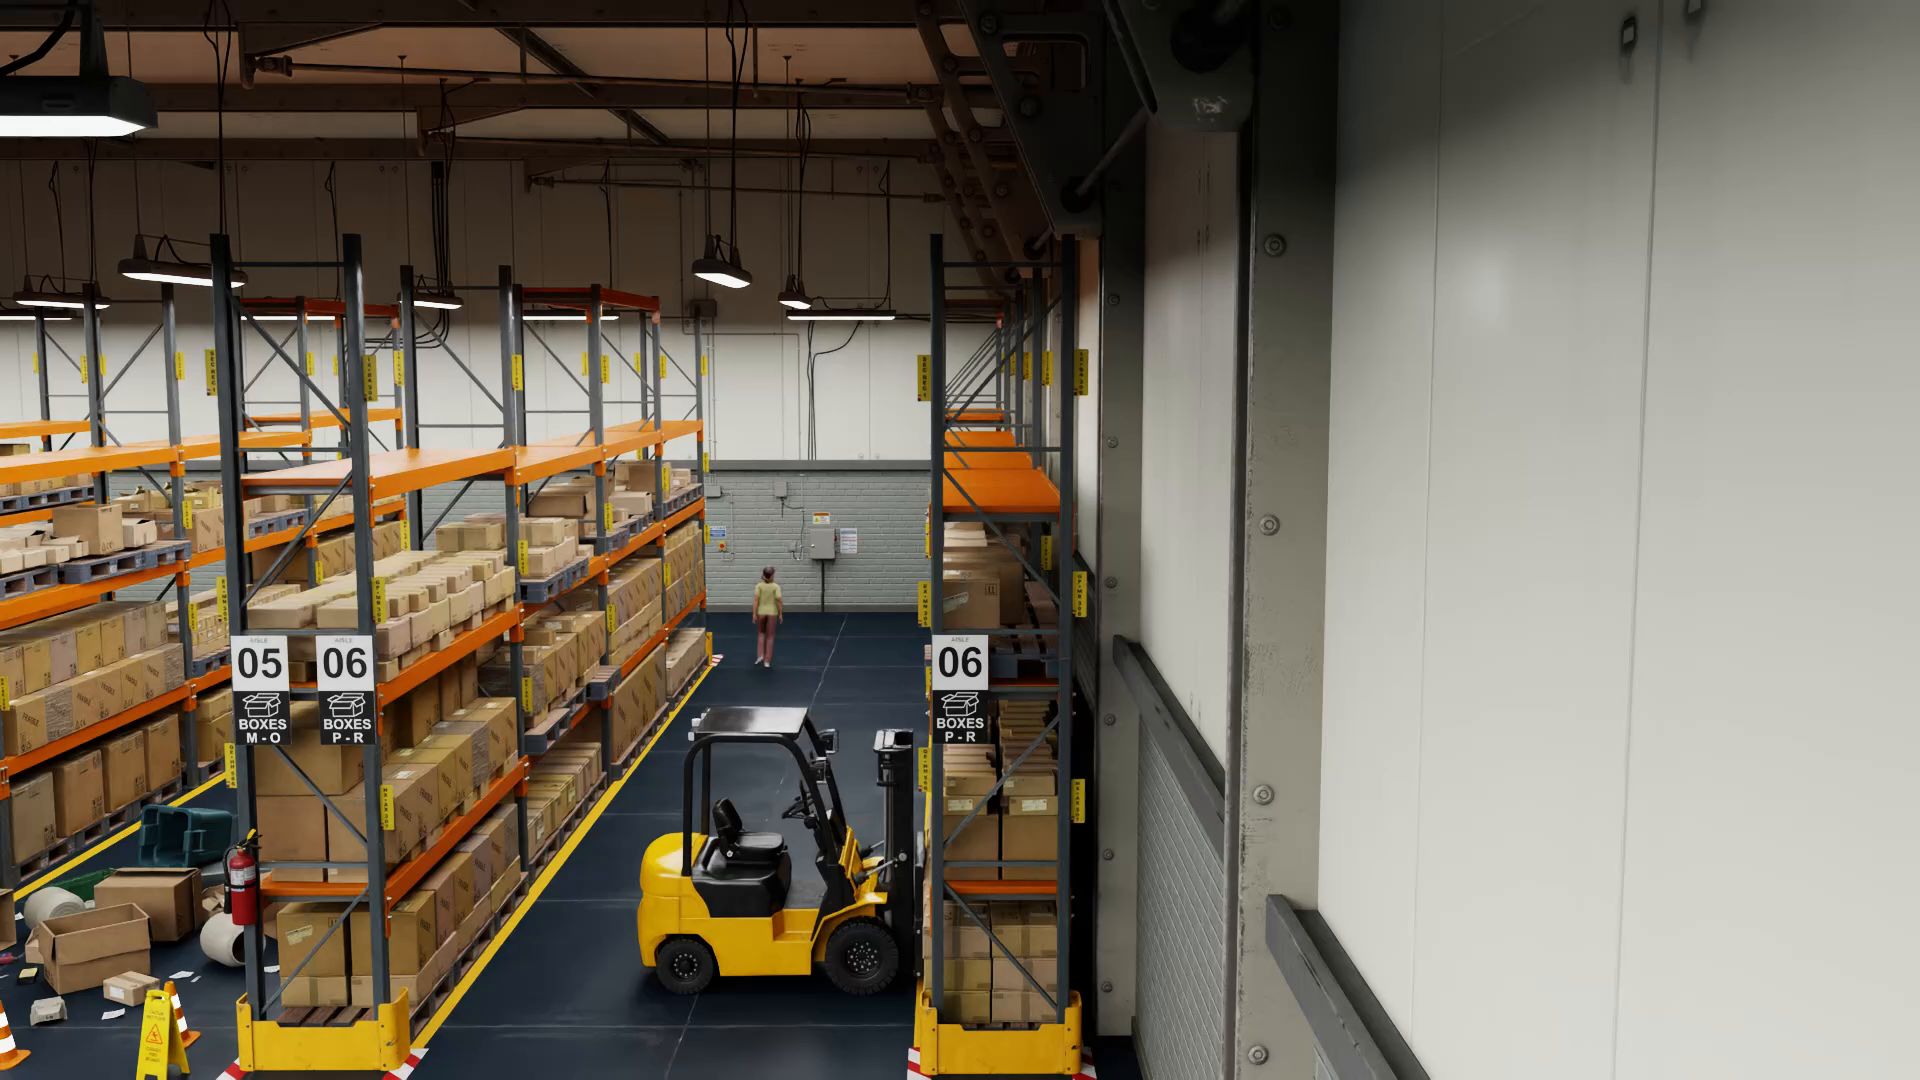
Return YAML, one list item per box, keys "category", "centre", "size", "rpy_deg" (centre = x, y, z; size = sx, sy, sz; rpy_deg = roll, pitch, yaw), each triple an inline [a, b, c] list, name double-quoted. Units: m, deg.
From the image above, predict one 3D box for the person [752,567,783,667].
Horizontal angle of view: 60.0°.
- category: "person"
  centre: [-3.199, 1.287, 27.711]
  size: [0.517, 1.711, 0.414]
  rpy_deg: [1, 6, 5]
